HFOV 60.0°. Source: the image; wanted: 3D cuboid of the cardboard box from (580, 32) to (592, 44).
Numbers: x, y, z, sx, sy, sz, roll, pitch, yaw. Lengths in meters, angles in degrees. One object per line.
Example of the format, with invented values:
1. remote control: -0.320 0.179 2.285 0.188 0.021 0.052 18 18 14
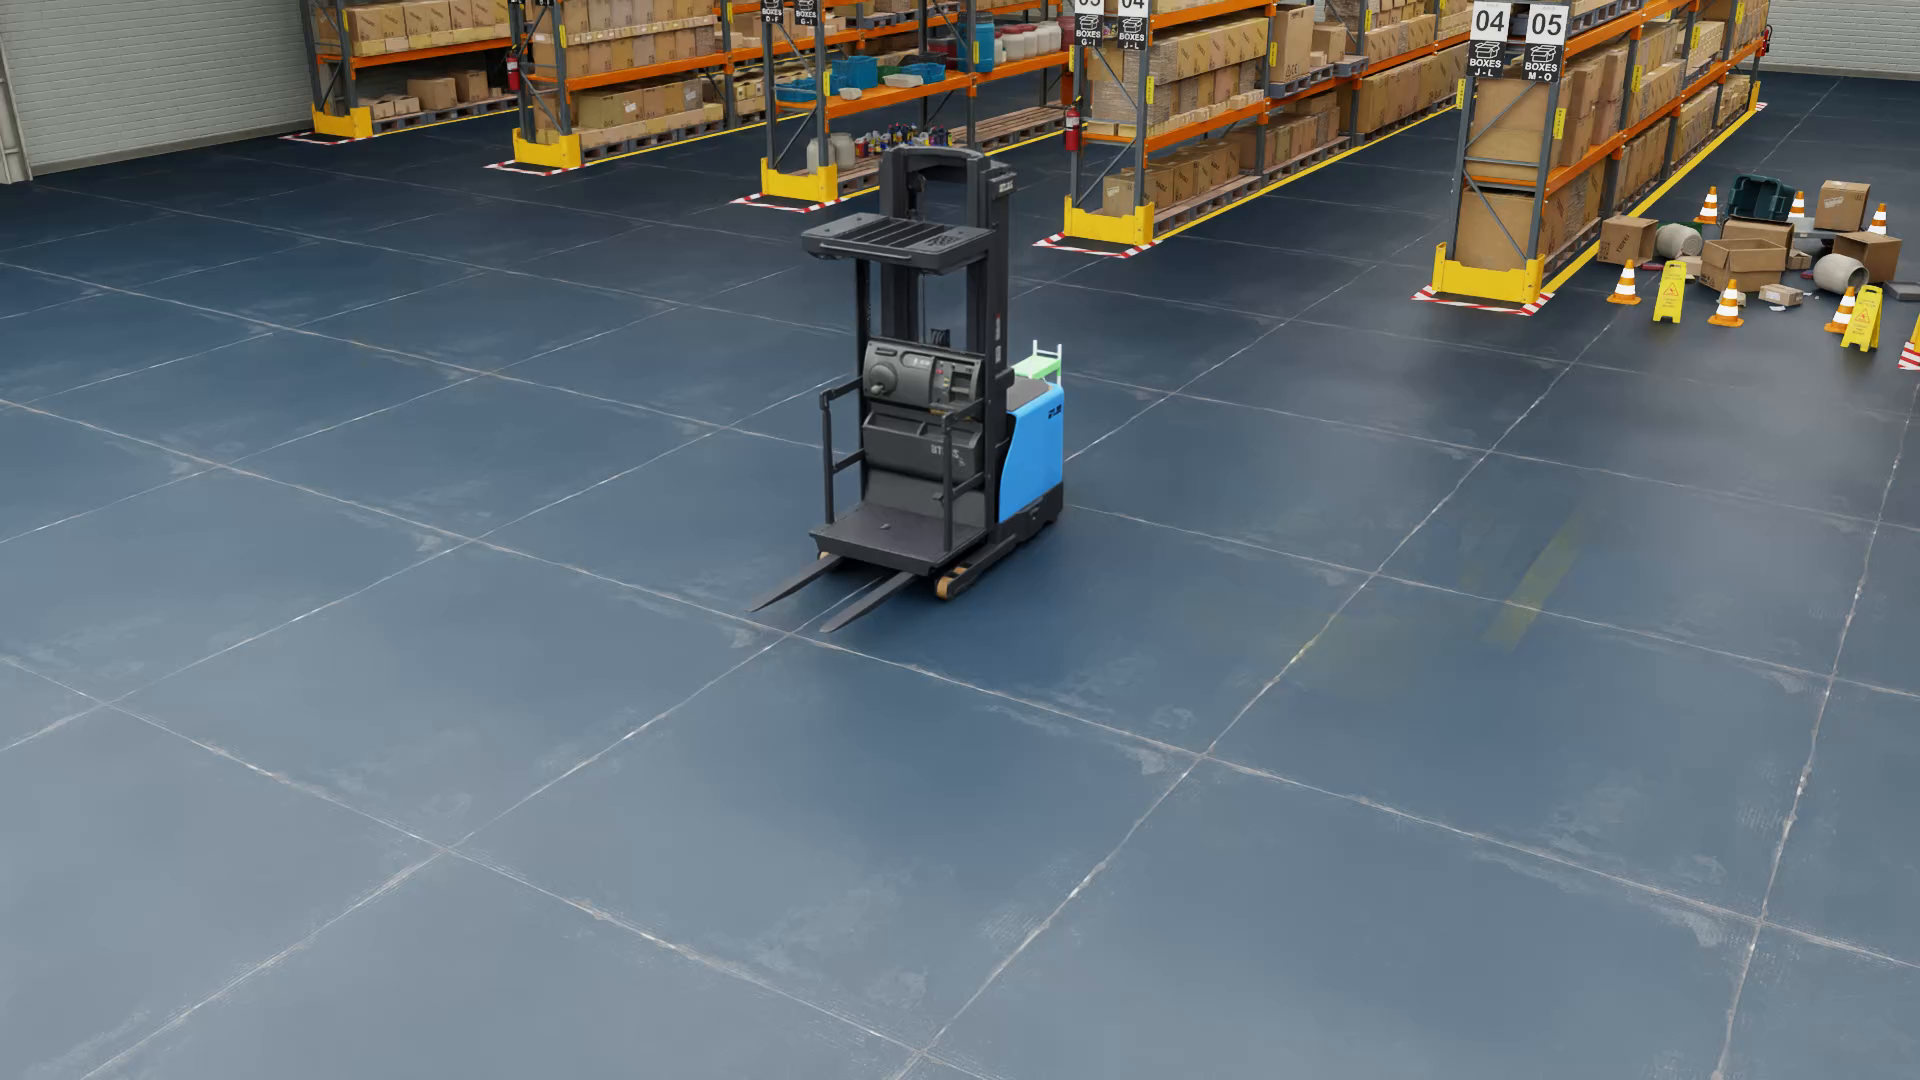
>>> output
1. cardboard box: -5.999 -7.887 26.086 0.380 0.149 0.250 13 27 28

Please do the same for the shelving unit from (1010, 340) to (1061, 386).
1. shelving unit: 0.571 -0.933 13.230 0.258 1.200 0.503 13 27 28

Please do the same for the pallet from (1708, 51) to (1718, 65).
1. pallet: 11.852 -7.950 27.416 1.003 0.211 1.213 14 27 29

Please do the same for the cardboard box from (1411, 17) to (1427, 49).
1. cardboard box: 7.936 -9.004 29.484 0.500 0.500 0.500 15 27 31

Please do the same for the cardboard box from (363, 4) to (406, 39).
1. cardboard box: -9.960 -8.951 28.705 0.500 0.500 0.500 14 27 29

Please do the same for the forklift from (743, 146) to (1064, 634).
1. forklift: -0.376 -1.131 11.509 1.130 2.935 3.031 13 27 28

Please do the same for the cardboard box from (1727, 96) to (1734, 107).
1. cardboard box: 13.493 -7.786 29.481 0.380 0.149 0.250 14 27 29

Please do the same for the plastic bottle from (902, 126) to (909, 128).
1. plastic bottle: -0.898 -6.499 26.696 0.152 0.276 0.135 15 28 31

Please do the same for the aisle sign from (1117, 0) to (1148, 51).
1. aisle sign: 2.110 -6.398 20.318 0.394 0.787 0.004 14 27 29

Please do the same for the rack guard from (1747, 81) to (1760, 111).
1. rack guard: 14.448 -8.443 31.459 1.175 0.500 0.348 14 27 29

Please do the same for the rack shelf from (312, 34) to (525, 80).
1. rack shelf: -9.682 -8.748 29.923 1.077 0.370 4.000 14 27 29

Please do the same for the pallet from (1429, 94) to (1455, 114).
1. pallet: 8.685 -8.300 31.492 1.003 0.211 1.213 14 27 29

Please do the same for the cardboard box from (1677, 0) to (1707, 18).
1. cardboard box: 12.397 -9.122 28.123 0.500 0.500 0.500 13 27 27

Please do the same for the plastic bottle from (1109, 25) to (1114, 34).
1. plastic bottle: 2.756 -9.244 30.310 0.061 0.283 0.133 14 27 29

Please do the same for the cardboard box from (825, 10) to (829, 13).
1. cardboard box: -3.352 -12.545 39.590 0.380 0.149 0.250 14 27 29

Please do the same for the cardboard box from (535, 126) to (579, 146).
1. cardboard box: -6.494 -6.540 26.850 0.500 0.250 0.500 14 27 29

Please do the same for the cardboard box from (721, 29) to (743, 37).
1. cardboard box: -4.108 -8.990 29.746 0.396 0.266 0.258 13 27 28

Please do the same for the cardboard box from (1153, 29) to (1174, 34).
1. cardboard box: 2.493 -6.506 22.080 0.500 0.500 0.500 14 27 29

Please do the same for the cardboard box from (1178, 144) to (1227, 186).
1. cardboard box: 3.457 -5.363 23.817 0.500 0.500 0.500 -18 29 -36

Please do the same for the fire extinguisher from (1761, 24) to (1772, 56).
1. fire extinguisher: 15.013 -9.397 31.084 0.296 0.674 0.183 14 27 29

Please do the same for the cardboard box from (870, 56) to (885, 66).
1. cardboard box: -1.823 -9.215 32.689 0.500 0.500 0.500 15 28 31

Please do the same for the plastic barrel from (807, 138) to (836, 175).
1. plastic barrel: -2.038 -5.616 24.386 0.421 0.512 0.421 0 23 0

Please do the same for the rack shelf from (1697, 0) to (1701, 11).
1. rack shelf: 11.323 -8.637 25.891 1.077 0.370 4.000 14 27 29

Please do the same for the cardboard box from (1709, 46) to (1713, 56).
1. cardboard box: 11.935 -7.912 26.873 0.380 0.149 0.250 12 26 26

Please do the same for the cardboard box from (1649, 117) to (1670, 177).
1. cardboard box: 9.871 -5.889 24.717 1.050 0.750 0.750 13 27 28

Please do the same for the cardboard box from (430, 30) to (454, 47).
1. cardboard box: -9.405 -8.961 29.673 0.500 0.250 0.500 14 27 29

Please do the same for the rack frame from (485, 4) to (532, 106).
1. rack frame: -8.627 -9.753 31.340 1.000 3.000 0.127 14 27 29

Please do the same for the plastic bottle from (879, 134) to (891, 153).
1. plastic bottle: -1.173 -6.214 26.038 0.152 0.276 0.135 14 27 29

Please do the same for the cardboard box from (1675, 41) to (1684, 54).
1. cardboard box: 10.679 -7.383 24.903 0.380 0.149 0.250 14 27 29

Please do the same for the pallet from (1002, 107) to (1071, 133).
1. pallet: 1.458 -7.494 29.631 1.003 0.211 1.213 14 27 29

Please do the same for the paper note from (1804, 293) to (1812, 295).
1. paper note: 9.690 -2.836 19.113 0.142 0.019 0.148 -17 29 -35

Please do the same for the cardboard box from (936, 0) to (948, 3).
1. cardboard box: -0.636 -11.542 34.817 0.700 0.500 0.500 5 24 11

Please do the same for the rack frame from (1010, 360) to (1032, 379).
1. rack frame: 0.447 -0.849 13.037 0.240 1.200 0.015 13 27 28

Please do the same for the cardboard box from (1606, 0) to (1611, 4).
1. cardboard box: 7.301 -6.276 19.193 0.380 0.149 0.250 14 27 29

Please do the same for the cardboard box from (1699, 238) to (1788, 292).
1. cardboard box: 9.083 -3.190 19.321 0.797 0.503 0.637 -3 24 -7

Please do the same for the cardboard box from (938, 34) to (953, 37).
1. cardboard box: -0.137 -10.723 36.172 0.500 0.500 0.500 14 27 29

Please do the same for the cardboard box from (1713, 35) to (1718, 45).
1. cardboard box: 12.065 -8.132 27.007 0.380 0.149 0.250 15 28 31

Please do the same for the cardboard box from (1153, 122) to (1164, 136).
1. cardboard box: 2.389 -5.300 21.370 0.380 0.149 0.250 14 27 29

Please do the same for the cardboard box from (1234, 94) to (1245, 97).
1. cardboard box: 3.811 -6.236 23.530 0.380 0.149 0.250 14 27 29

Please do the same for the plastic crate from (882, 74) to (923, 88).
1. plastic crate: -0.851 -6.955 25.208 0.530 0.136 0.437 14 27 29

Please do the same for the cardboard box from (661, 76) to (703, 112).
1. cardboard box: -4.749 -7.623 28.407 0.500 0.500 0.500 14 27 29

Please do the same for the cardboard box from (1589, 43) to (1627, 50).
1. cardboard box: 7.935 -6.013 21.151 0.875 0.550 0.550 14 27 29

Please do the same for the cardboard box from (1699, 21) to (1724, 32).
1. cardboard box: 12.332 -8.440 27.344 0.380 0.149 0.250 15 28 31

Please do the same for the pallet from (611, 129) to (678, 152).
1. pallet: -5.514 -6.764 27.944 1.003 0.211 1.213 14 27 29

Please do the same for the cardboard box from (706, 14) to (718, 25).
1. cardboard box: -4.378 -8.923 28.480 0.380 0.149 0.250 14 27 29

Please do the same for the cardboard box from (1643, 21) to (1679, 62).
1. cardboard box: 10.023 -7.271 24.221 0.700 0.500 0.500 14 27 29

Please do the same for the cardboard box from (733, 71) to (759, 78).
1. cardboard box: -3.912 -8.446 30.547 0.500 0.311 0.500 14 27 29

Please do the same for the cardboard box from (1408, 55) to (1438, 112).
1. cardboard box: 7.897 -8.337 30.213 1.225 0.875 0.875 14 27 29

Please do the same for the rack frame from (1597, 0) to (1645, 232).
1. rack frame: 8.158 -5.566 21.666 1.000 3.000 0.127 14 27 29

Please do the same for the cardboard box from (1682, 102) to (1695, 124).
1. cardboard box: 11.105 -6.659 25.865 0.500 0.250 0.500 13 27 28

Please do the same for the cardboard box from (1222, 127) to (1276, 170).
1. cardboard box: 4.340 -5.897 25.024 0.700 0.500 0.500 12 26 25

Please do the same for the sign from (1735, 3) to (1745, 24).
1. sign: 12.852 -8.682 27.408 0.100 0.325 0.005 14 27 29

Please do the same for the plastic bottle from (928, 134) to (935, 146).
1. plastic bottle: -0.457 -6.226 26.058 0.061 0.283 0.133 16 28 32

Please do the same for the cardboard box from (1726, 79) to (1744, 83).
1. cardboard box: 14.024 -8.281 30.249 0.380 0.149 0.250 13 26 27

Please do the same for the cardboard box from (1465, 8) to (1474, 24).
1. cardboard box: 9.490 -10.018 31.766 0.500 0.250 0.500 14 27 29
